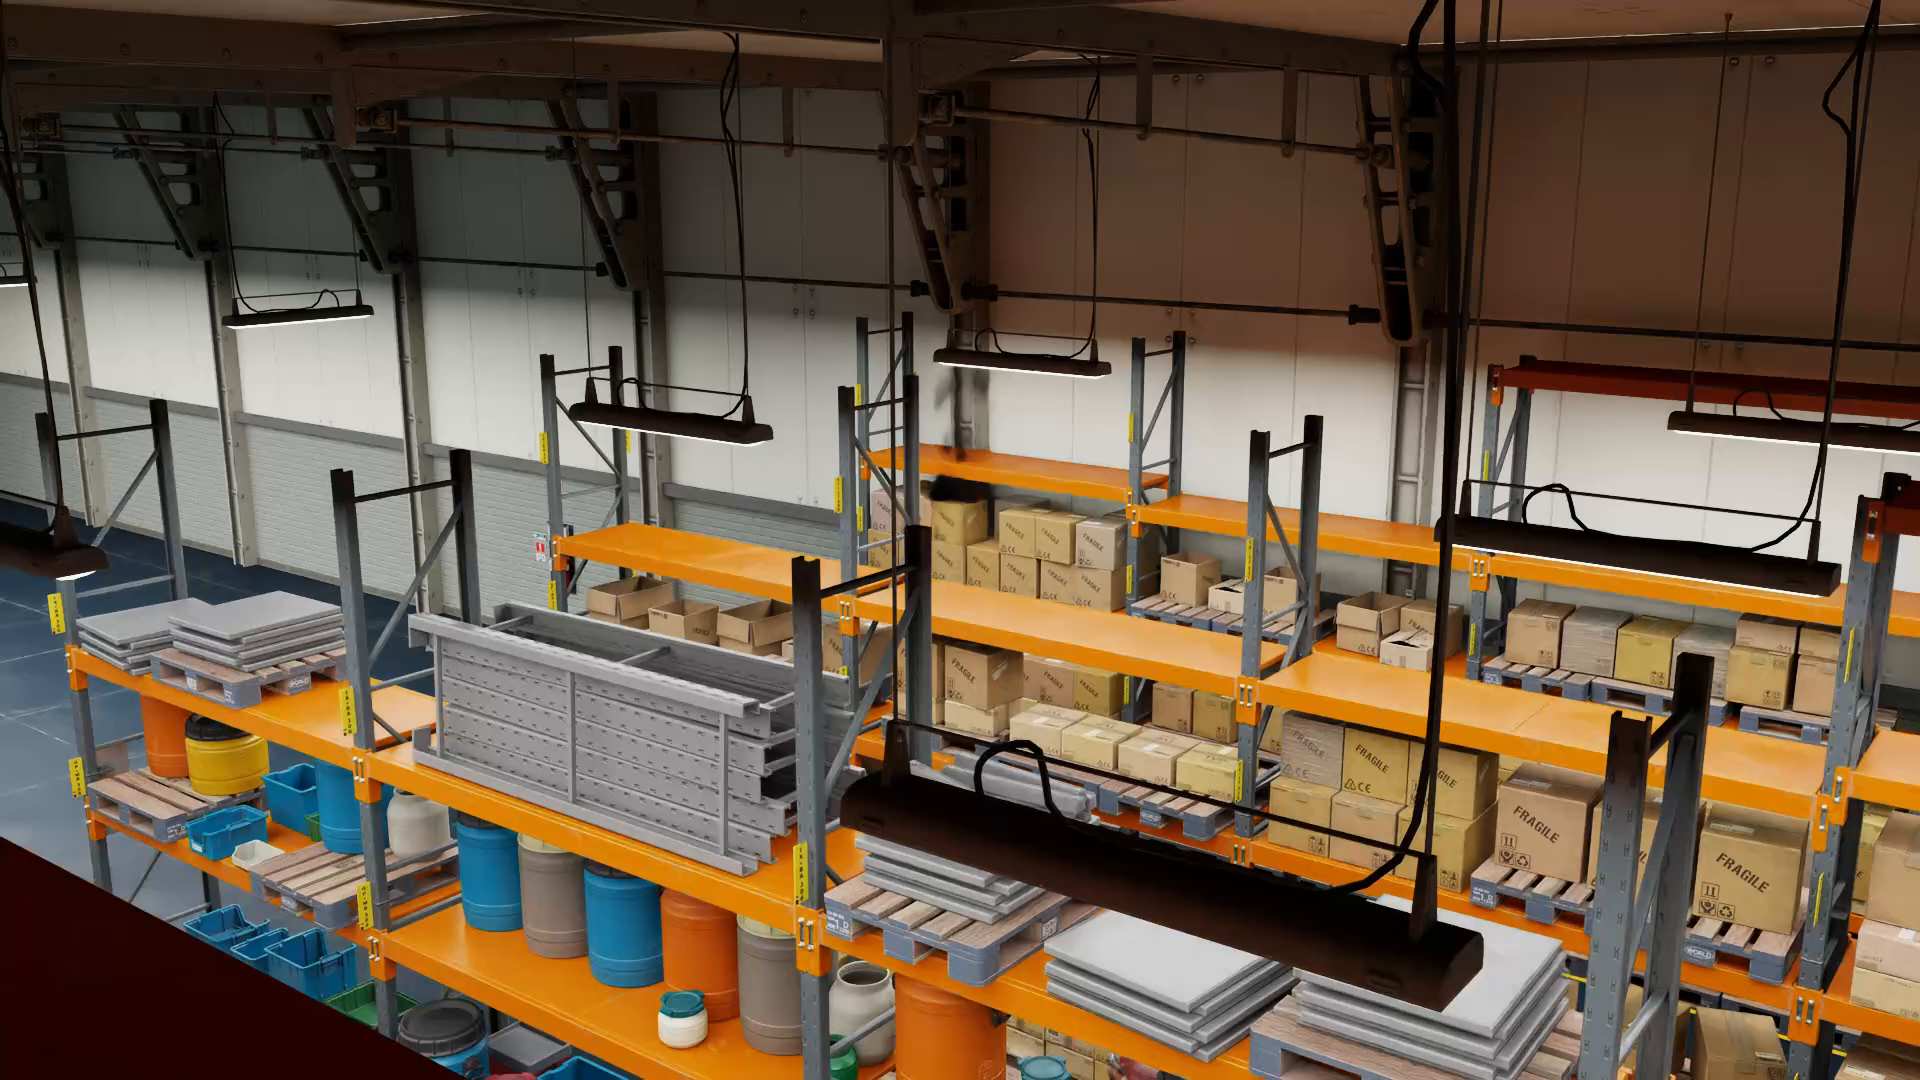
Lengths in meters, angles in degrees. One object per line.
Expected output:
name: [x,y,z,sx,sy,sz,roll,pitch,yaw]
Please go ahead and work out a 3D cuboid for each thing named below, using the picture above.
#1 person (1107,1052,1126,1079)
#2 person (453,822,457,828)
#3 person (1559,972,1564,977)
person: [1.168,4.480,12.107,0.629,1.755,0.649,7,15,28]
person: [-5.797,2.591,20.269,0.887,1.763,0.709,-8,15,-31]
person: [5.050,4.007,14.411,0.871,1.609,0.536,8,15,30]
